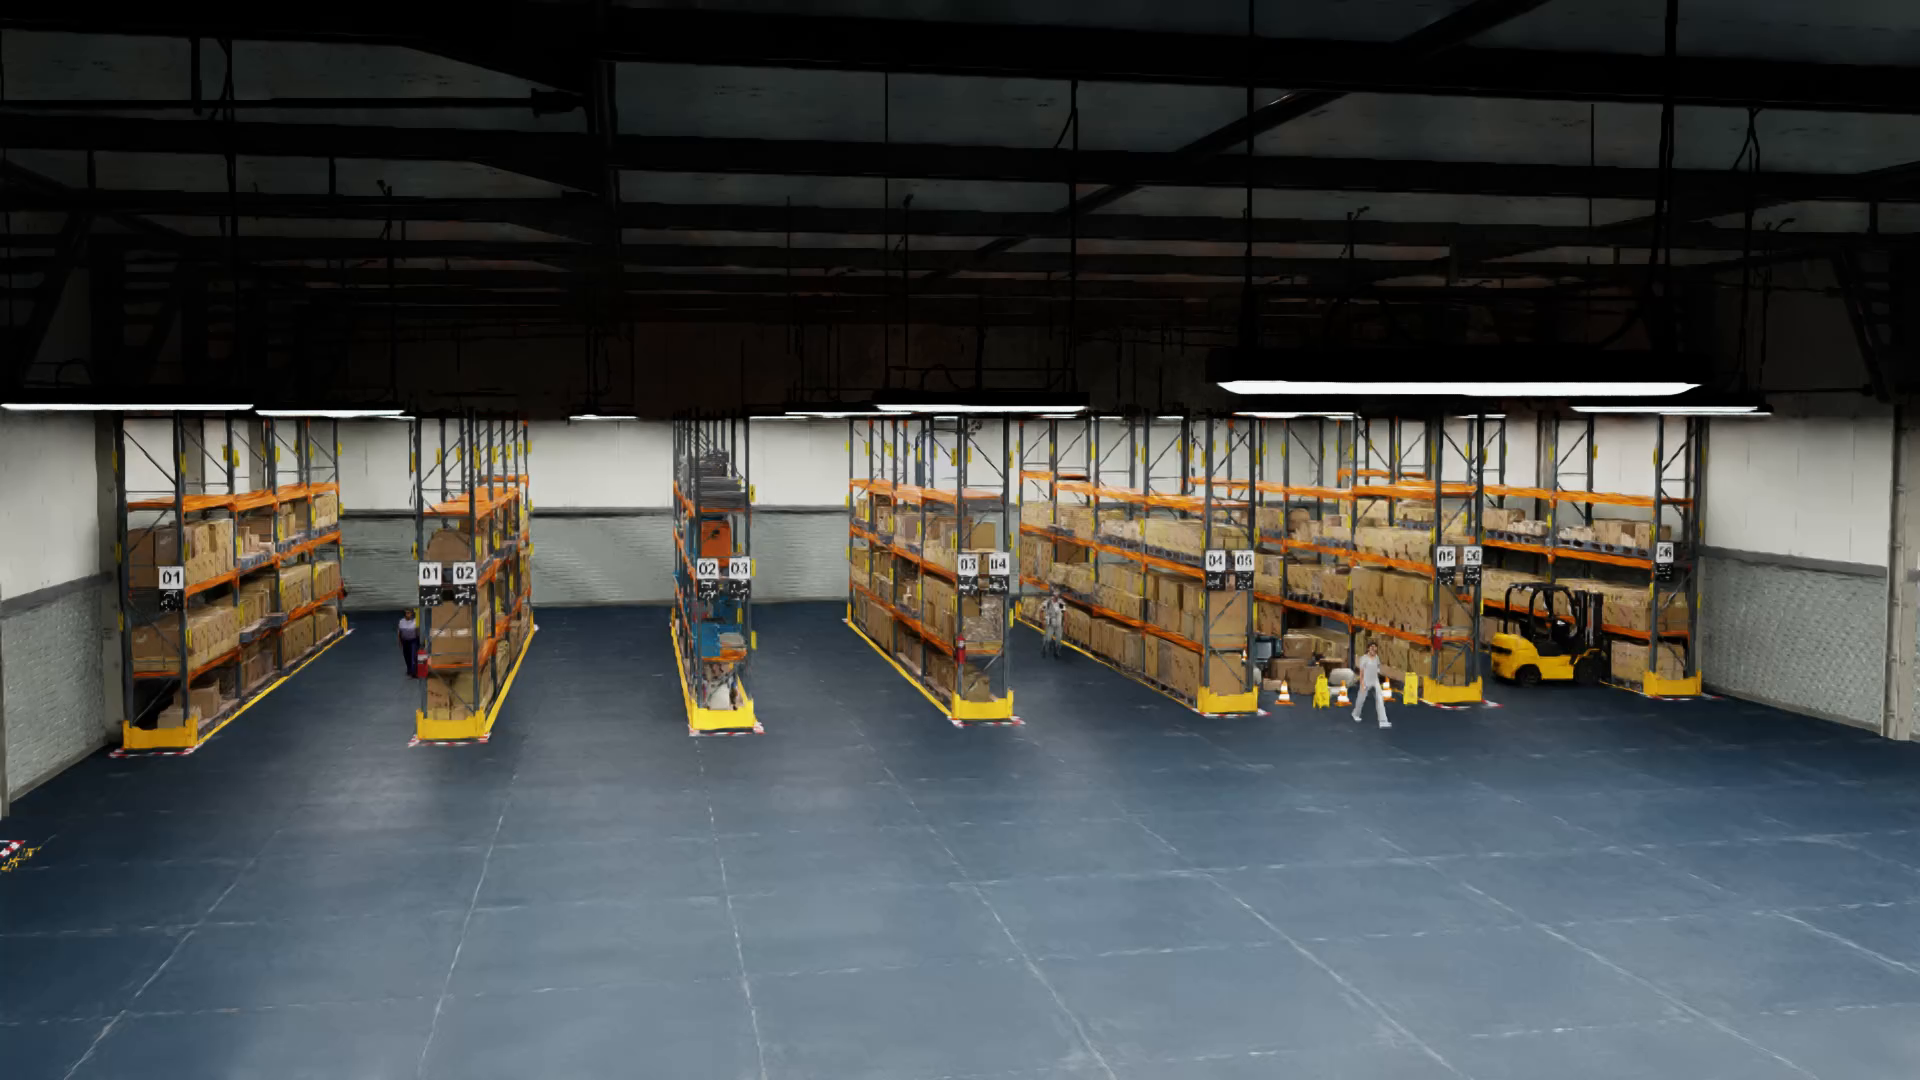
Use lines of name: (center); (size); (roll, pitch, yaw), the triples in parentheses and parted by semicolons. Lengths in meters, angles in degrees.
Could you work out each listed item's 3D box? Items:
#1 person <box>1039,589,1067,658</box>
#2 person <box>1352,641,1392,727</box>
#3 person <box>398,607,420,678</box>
person: (2.263, 2.013, 40.298); (0.682, 1.704, 0.527); (-1, 4, -12)
person: (7.709, 2.682, 31.262); (0.449, 1.586, 1.099); (-1, 4, -13)
person: (-12.335, 2.291, 37.228); (0.478, 1.544, 1.090); (-1, 4, -9)
